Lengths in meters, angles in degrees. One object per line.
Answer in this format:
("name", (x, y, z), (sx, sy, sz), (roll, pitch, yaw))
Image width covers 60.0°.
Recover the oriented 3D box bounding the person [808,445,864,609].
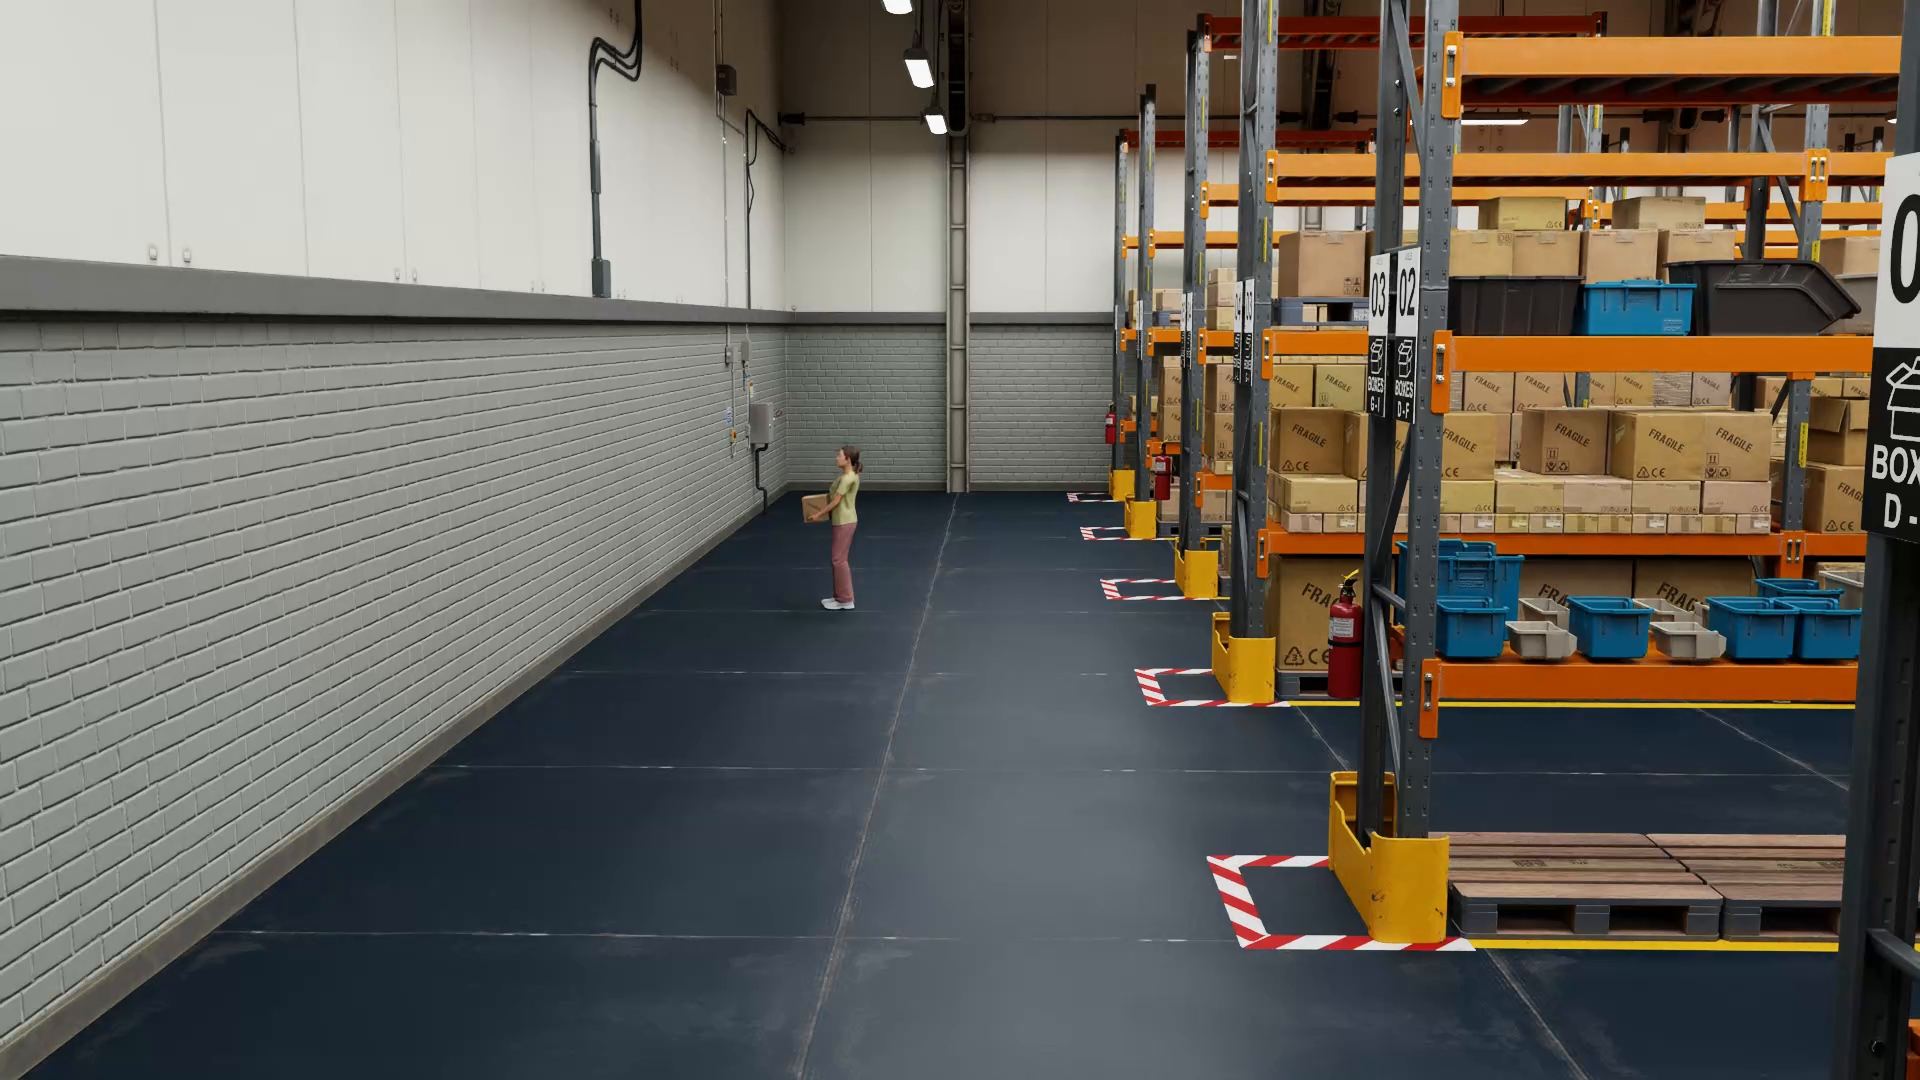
("person", (-1.252, -0.137, 16.897), (0.562, 1.662, 0.425), (0, 7, 2))
